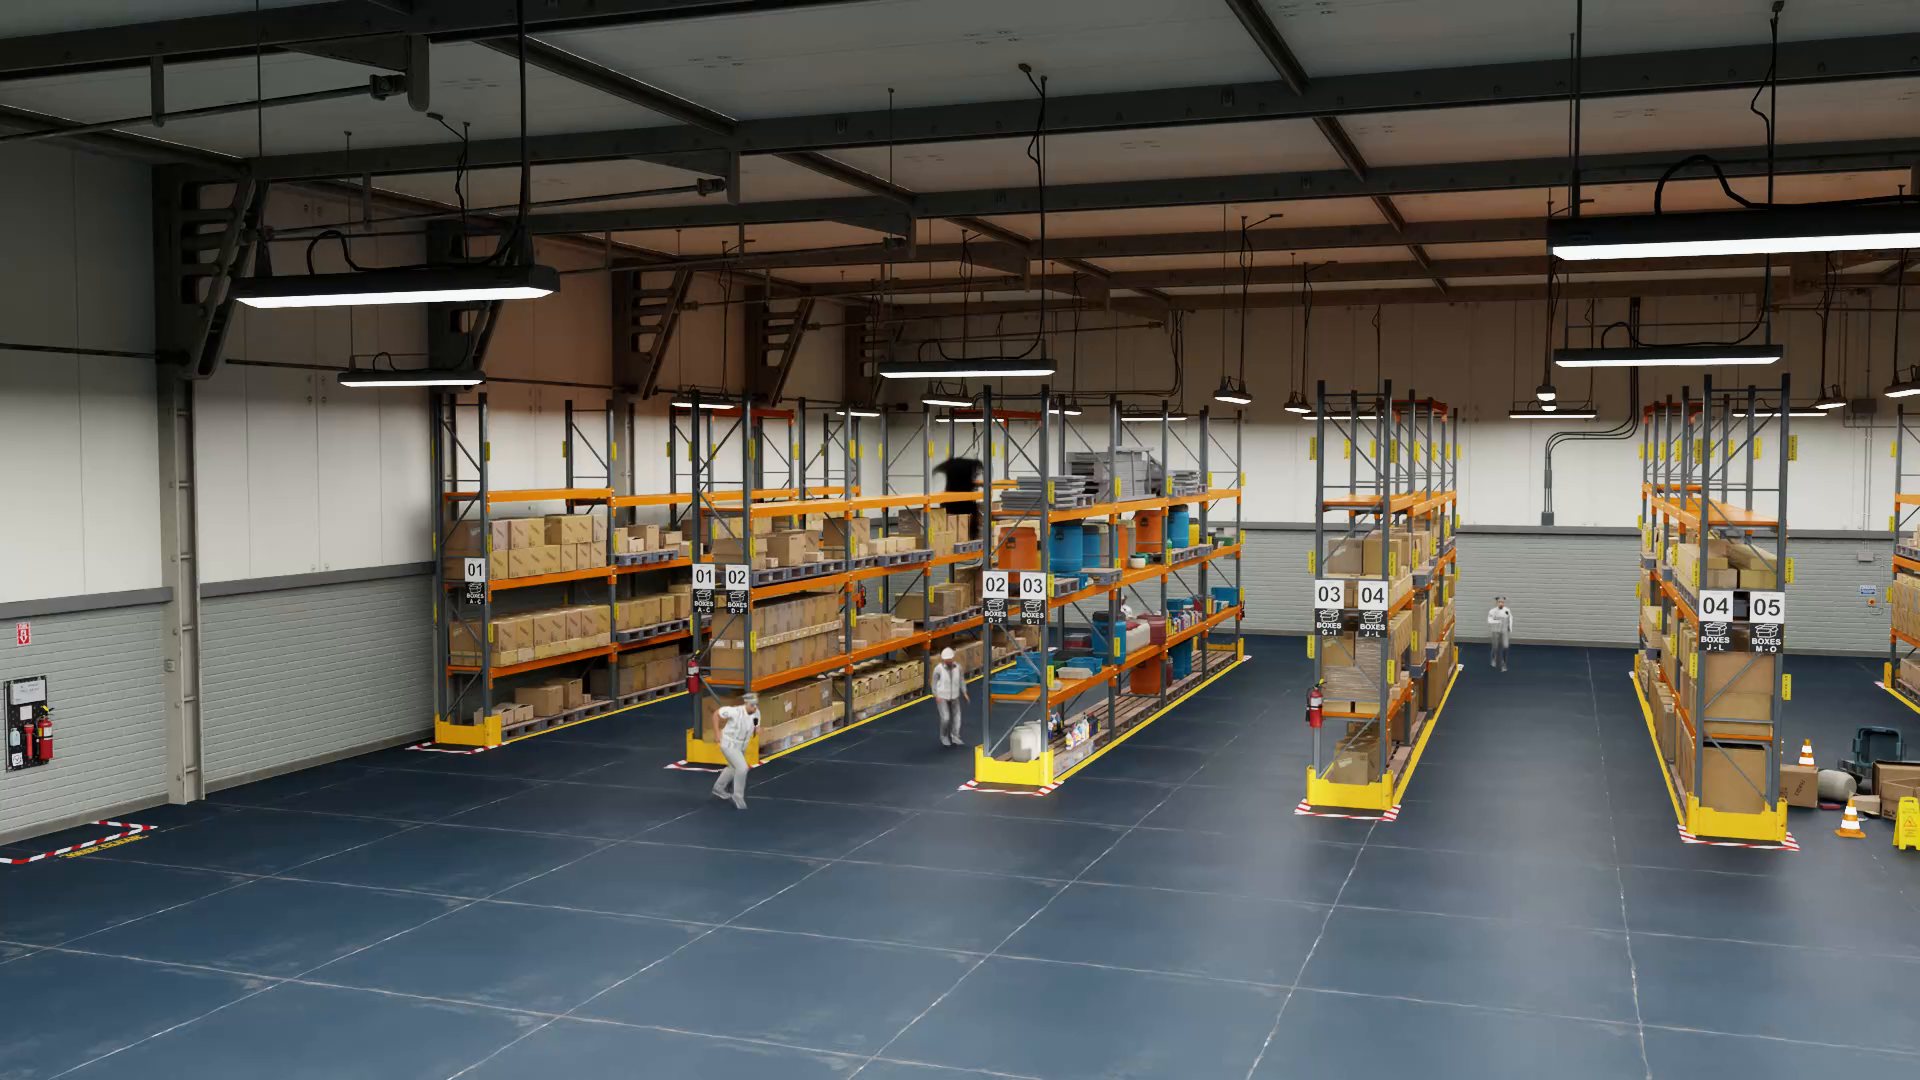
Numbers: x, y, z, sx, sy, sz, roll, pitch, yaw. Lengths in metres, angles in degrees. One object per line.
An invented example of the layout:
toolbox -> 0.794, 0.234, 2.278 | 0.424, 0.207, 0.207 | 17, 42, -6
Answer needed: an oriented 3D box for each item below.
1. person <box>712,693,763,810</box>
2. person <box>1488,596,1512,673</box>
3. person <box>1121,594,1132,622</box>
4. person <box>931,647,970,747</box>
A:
person -> -3.188, 2.972, 23.420 | 1.022, 1.702, 0.705 | 3, 4, 41
person -> 12.328, 2.137, 37.961 | 0.599, 1.745, 0.829 | 0, 3, 5
person -> 3.744, 2.102, 38.537 | 0.566, 1.733, 0.809 | 1, 3, 23
person -> -0.179, 2.654, 28.216 | 0.666, 1.708, 0.641 | -1, 3, -25
